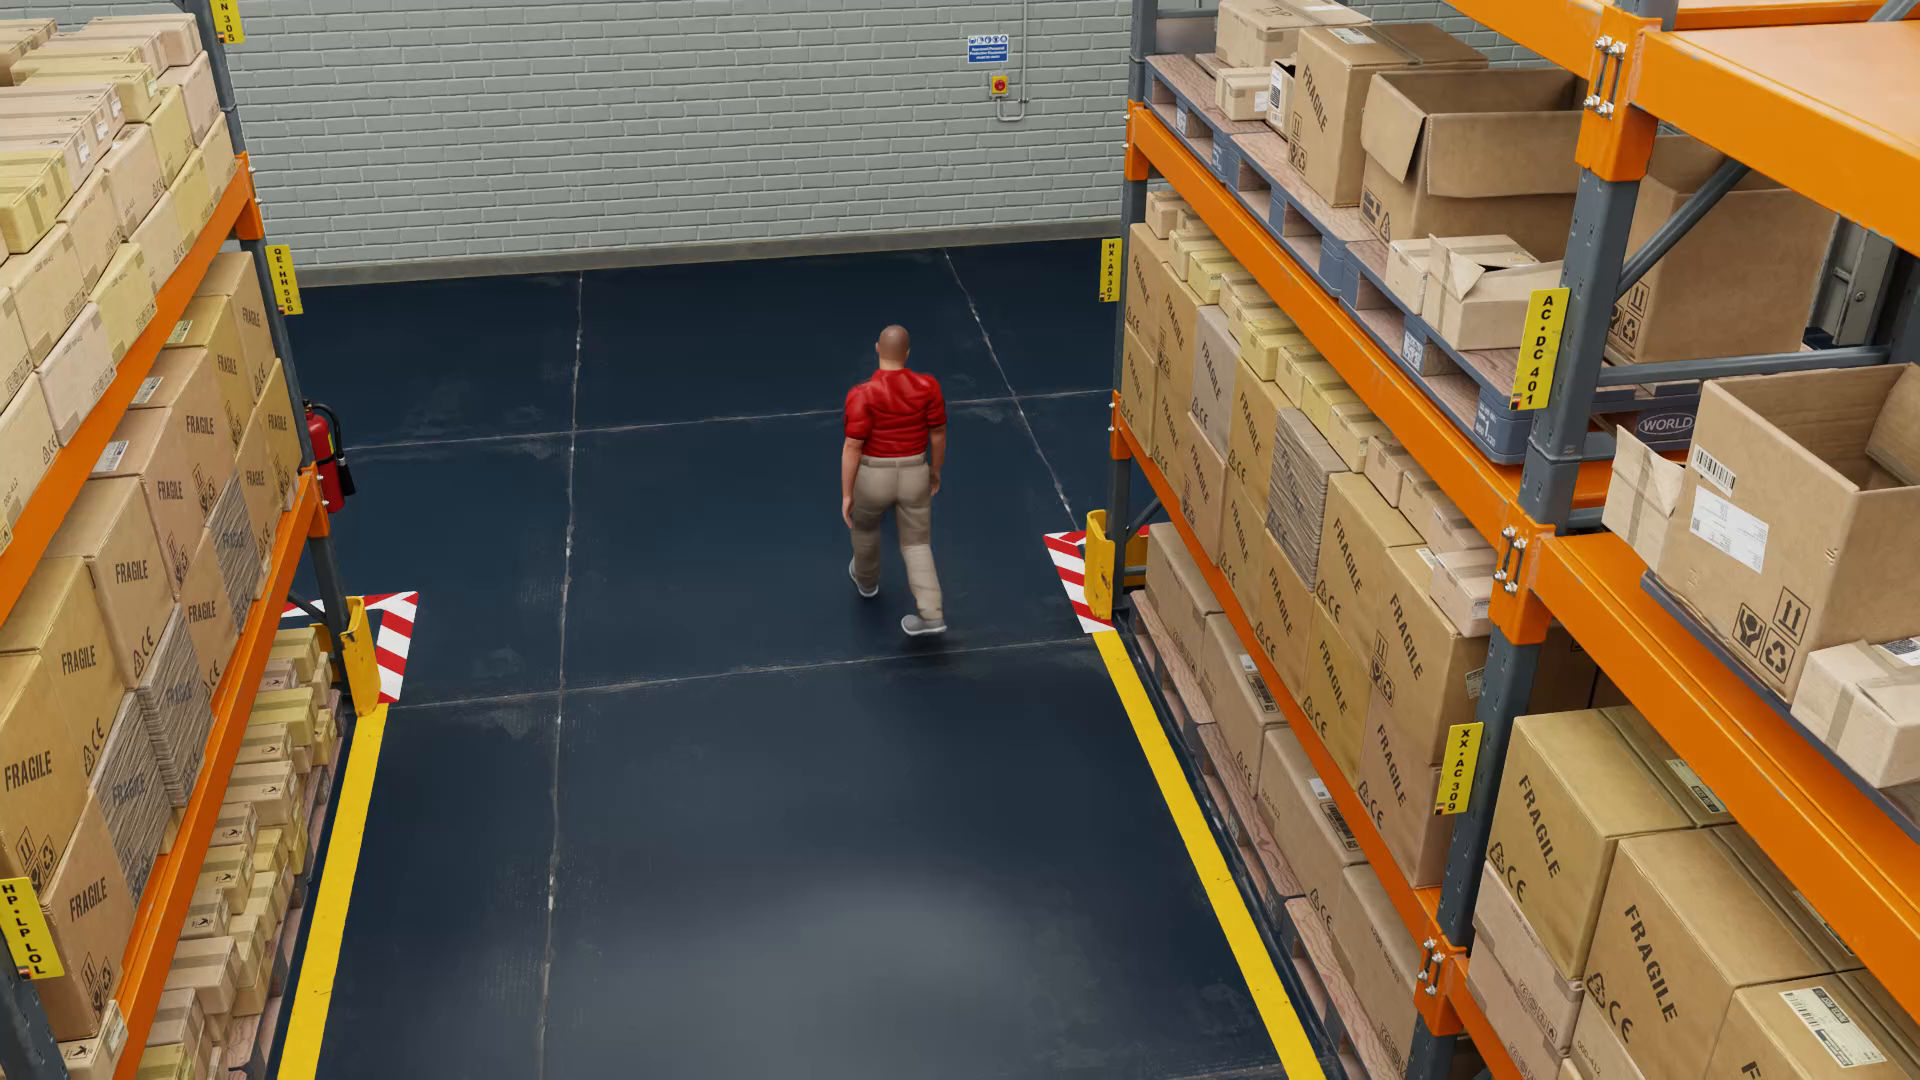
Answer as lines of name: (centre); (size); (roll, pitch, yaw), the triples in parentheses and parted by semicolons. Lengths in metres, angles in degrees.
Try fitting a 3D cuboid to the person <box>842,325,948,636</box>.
person: (-0.354, -0.322, 8.718); (0.599, 1.683, 1.012); (-7, 31, -12)
